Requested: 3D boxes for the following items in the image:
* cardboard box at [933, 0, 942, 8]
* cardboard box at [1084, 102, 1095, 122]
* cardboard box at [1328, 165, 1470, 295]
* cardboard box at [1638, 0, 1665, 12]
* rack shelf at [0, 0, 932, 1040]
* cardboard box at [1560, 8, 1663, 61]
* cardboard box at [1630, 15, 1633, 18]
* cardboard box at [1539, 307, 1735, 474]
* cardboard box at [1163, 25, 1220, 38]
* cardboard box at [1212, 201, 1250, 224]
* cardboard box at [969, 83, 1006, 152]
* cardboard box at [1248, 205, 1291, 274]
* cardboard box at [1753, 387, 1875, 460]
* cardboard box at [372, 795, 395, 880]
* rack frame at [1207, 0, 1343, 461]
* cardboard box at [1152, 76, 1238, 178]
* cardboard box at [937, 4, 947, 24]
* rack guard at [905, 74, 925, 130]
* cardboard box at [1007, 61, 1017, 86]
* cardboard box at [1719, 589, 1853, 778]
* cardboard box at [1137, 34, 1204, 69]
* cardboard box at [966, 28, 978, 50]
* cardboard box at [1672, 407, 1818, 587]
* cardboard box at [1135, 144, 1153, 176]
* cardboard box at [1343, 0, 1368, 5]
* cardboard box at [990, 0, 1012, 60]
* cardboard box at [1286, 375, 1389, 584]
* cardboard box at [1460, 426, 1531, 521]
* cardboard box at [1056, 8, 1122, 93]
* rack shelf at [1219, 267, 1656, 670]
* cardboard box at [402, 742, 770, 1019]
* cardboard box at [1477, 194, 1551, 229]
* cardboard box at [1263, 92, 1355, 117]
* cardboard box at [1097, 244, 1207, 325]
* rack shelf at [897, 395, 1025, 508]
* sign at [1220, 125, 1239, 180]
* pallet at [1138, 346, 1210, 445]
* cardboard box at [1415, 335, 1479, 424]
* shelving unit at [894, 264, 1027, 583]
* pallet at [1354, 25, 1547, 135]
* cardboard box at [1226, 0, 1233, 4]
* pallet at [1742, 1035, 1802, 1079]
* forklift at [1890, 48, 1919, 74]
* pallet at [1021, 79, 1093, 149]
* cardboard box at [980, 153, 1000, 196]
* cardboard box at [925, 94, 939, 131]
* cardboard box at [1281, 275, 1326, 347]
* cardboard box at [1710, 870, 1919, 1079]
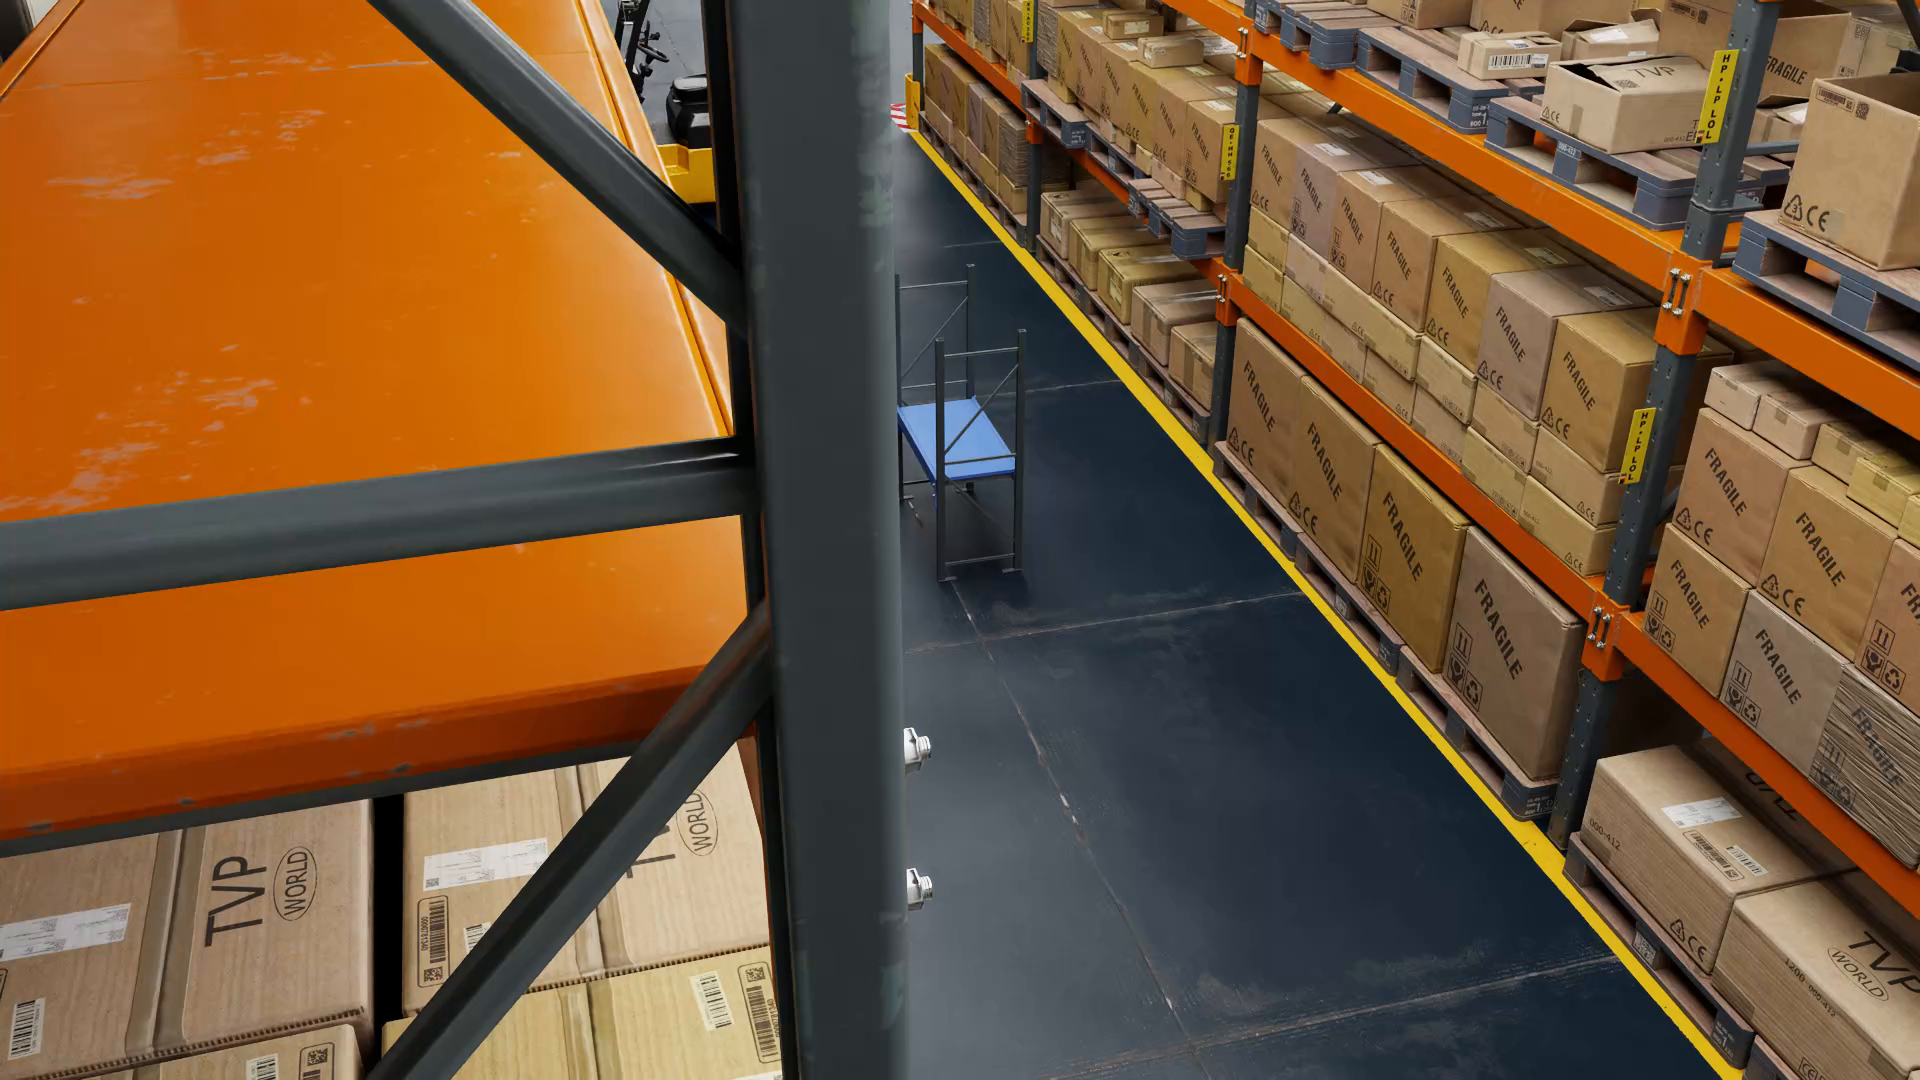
[{"bbox_3d":[0.002,-5.430,15.972,0.500,0.500,0.500,-7,31,-12],"label":"cardboard box"},{"bbox_3d":[1.142,-3.227,12.394,0.380,0.149,0.250,-7,31,-13],"label":"cardboard box"},{"bbox_3d":[2.285,-1.625,8.696,0.500,0.500,0.500,-7,31,-12],"label":"cardboard box"},{"bbox_3d":[6.086,-4.537,13.728,0.700,0.500,0.500,-8,31,-14],"label":"cardboard box"},{"bbox_3d":[-1.066,-0.634,2.814,1.077,0.370,4.000,-8,31,-13],"label":"rack shelf"},{"bbox_3d":[3.041,-2.329,7.730,0.396,0.266,0.258,-5,30,-9],"label":"cardboard box"},{"bbox_3d":[5.691,-4.302,14.320,0.500,0.500,0.500,-8,31,-13],"label":"cardboard box"},{"bbox_3d":[2.828,-0.636,6.988,0.500,0.500,0.500,-7,31,-12],"label":"cardboard box"},{"bbox_3d":[1.673,-3.513,12.241,0.500,0.500,0.500,-7,31,-12],"label":"cardboard box"},{"bbox_3d":[1.813,-2.110,10.463,0.380,0.149,0.250,-7,31,-11],"label":"cardboard box"},{"bbox_3d":[0.376,-3.900,15.301,0.500,0.500,0.500,-6,31,-11],"label":"cardboard box"},{"bbox_3d":[2.023,-1.784,9.719,0.500,0.250,0.500,-8,31,-14],"label":"cardboard box"},{"bbox_3d":[3.105,-0.426,5.977,0.380,0.149,0.250,-7,31,-13],"label":"cardboard box"},{"bbox_3d":[-1.206,0.361,2.722,0.500,0.250,0.500,-8,31,-13],"label":"cardboard box"},{"bbox_3d":[2.127,-1.910,10.286,1.000,3.000,0.127,-8,31,-13],"label":"rack frame"},{"bbox_3d":[1.590,-2.694,10.826,0.500,0.500,0.500,-8,31,-14],"label":"cardboard box"},{"bbox_3d":[-0.010,-5.086,16.024,0.380,0.149,0.250,-7,31,-13],"label":"cardboard box"},{"bbox_3d":[0.023,-4.655,17.524,1.175,0.500,0.348,-8,31,-13],"label":"rack guard"},{"bbox_3d":[0.613,-3.967,14.091,0.380,0.149,0.250,-7,31,-12],"label":"cardboard box"},{"bbox_3d":[3.190,0.484,6.051,0.500,0.500,0.500,-8,31,-13],"label":"cardboard box"},{"bbox_3d":[1.420,-3.297,11.219,0.380,0.149,0.250,-9,31,-16],"label":"cardboard box"},{"bbox_3d":[0.270,-4.585,15.159,0.380,0.149,0.250,-8,31,-13],"label":"cardboard box"},{"bbox_3d":[3.081,-0.192,6.220,0.500,0.500,0.500,-8,31,-13],"label":"cardboard box"},{"bbox_3d":[1.416,-2.599,11.309,0.380,0.149,0.250,-7,31,-12],"label":"cardboard box"},{"bbox_3d":[2.372,-3.272,9.124,0.797,0.503,0.637,-10,31,-16],"label":"cardboard box"},{"bbox_3d":[0.564,-4.443,14.266,0.500,0.500,0.500,-7,31,-12],"label":"cardboard box"},{"bbox_3d":[2.462,-0.396,9.372,0.875,0.875,0.875,-7,31,-13],"label":"cardboard box"},{"bbox_3d":[2.692,-0.342,7.728,0.500,0.250,0.500,-8,31,-14],"label":"cardboard box"},{"bbox_3d":[1.046,-3.689,12.544,0.500,0.500,0.500,-8,31,-13],"label":"cardboard box"},{"bbox_3d":[2.657,-0.632,8.797,1.077,0.370,4.000,-8,31,-13],"label":"rack shelf"},{"bbox_3d":[-0.527,0.542,2.410,0.500,0.250,0.500,-8,31,-14],"label":"cardboard box"},{"bbox_3d":[2.913,-1.438,8.373,0.500,0.500,0.500,-8,31,-14],"label":"cardboard box"},{"bbox_3d":[2.230,-2.512,10.510,0.500,0.500,0.500,-9,31,-15],"label":"cardboard box"},{"bbox_3d":[1.587,-1.951,12.561,0.950,0.372,0.625,-7,31,-12],"label":"cardboard box"},{"bbox_3d":[-0.023,-0.535,9.767,0.538,0.185,1.000,-8,31,-13],"label":"rack shelf"},{"bbox_3d":[1.606,-2.300,9.883,0.100,0.325,0.005,-8,31,-13],"label":"sign"},{"bbox_3d":[1.921,-1.080,11.637,1.003,0.211,1.213,-8,31,-13],"label":"pallet"},{"bbox_3d":[2.554,-0.800,8.019,0.500,0.250,0.500,-7,31,-12],"label":"cardboard box"},{"bbox_3d":[-0.023,-0.690,9.677,0.538,1.500,1.048,-8,31,-13],"label":"shelving unit"},{"bbox_3d":[2.648,-2.283,8.124,1.003,0.211,1.213,-6,31,-11],"label":"pallet"},{"bbox_3d":[1.767,-3.342,10.018,0.380,0.149,0.250,-8,31,-13],"label":"cardboard box"},{"bbox_3d":[3.642,2.197,5.974,1.003,0.211,1.213,-8,31,-13],"label":"pallet"},{"bbox_3d":[5.053,-1.418,9.506,1.130,2.935,3.031,-7,31,-11],"label":"forklift"},{"bbox_3d":[1.127,-3.370,13.001,1.003,0.211,1.213,-8,31,-13],"label":"pallet"},{"bbox_3d":[0.498,-3.339,15.081,0.500,0.250,0.500,-9,31,-15],"label":"cardboard box"},{"bbox_3d":[-0.049,-4.339,16.809,0.500,0.250,0.500,-8,31,-14],"label":"cardboard box"},{"bbox_3d":[2.167,-1.329,9.433,0.500,0.250,0.500,-9,31,-15],"label":"cardboard box"},{"bbox_3d":[3.490,1.699,6.190,0.875,0.438,0.875,-9,31,-15],"label":"cardboard box"}]
